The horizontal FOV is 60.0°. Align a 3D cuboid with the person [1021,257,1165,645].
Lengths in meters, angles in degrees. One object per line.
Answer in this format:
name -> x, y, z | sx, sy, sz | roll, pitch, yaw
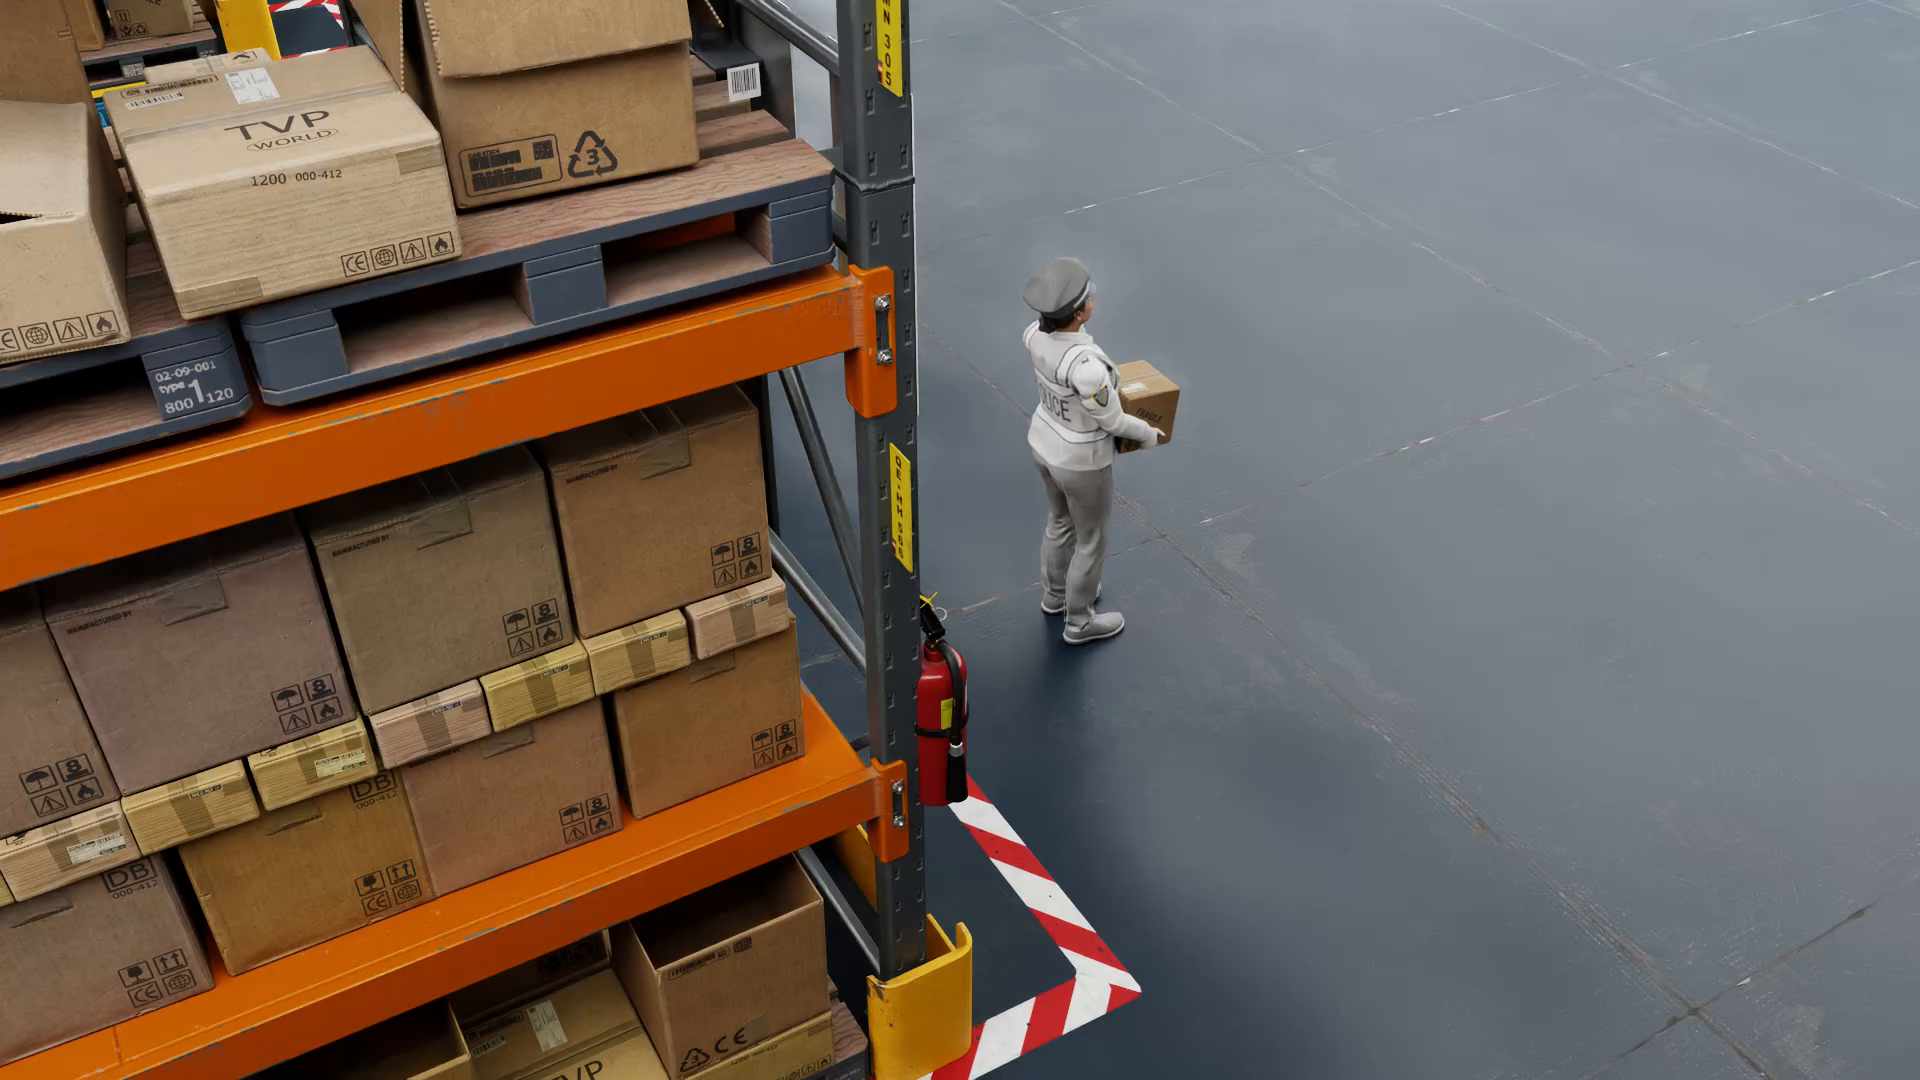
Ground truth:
person -> 0.501, -0.362, 6.601 | 0.554, 1.695, 0.467 | -19, 41, -24
